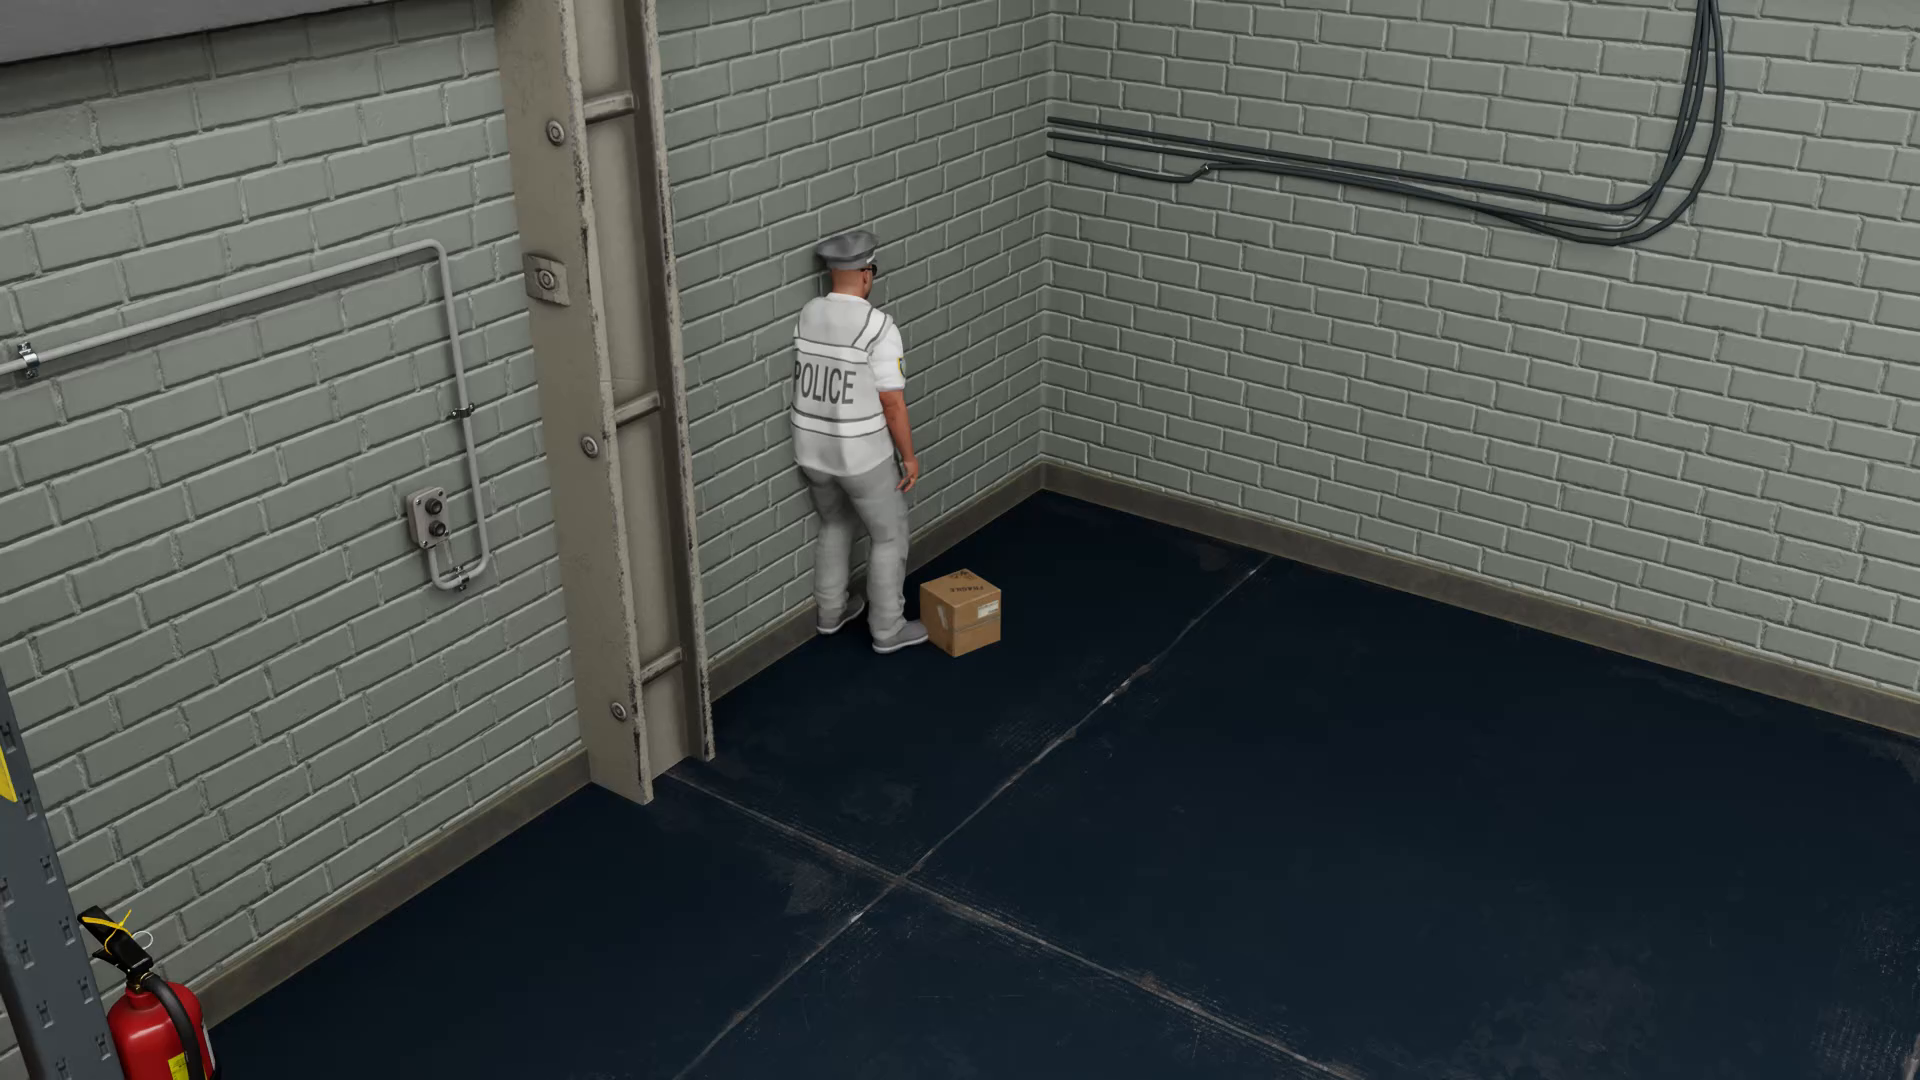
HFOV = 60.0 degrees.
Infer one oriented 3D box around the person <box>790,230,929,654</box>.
[{"bbox_3d":[-0.447,-0.372,6.845,0.604,1.747,0.440,15,30,27],"label":"person"}]
